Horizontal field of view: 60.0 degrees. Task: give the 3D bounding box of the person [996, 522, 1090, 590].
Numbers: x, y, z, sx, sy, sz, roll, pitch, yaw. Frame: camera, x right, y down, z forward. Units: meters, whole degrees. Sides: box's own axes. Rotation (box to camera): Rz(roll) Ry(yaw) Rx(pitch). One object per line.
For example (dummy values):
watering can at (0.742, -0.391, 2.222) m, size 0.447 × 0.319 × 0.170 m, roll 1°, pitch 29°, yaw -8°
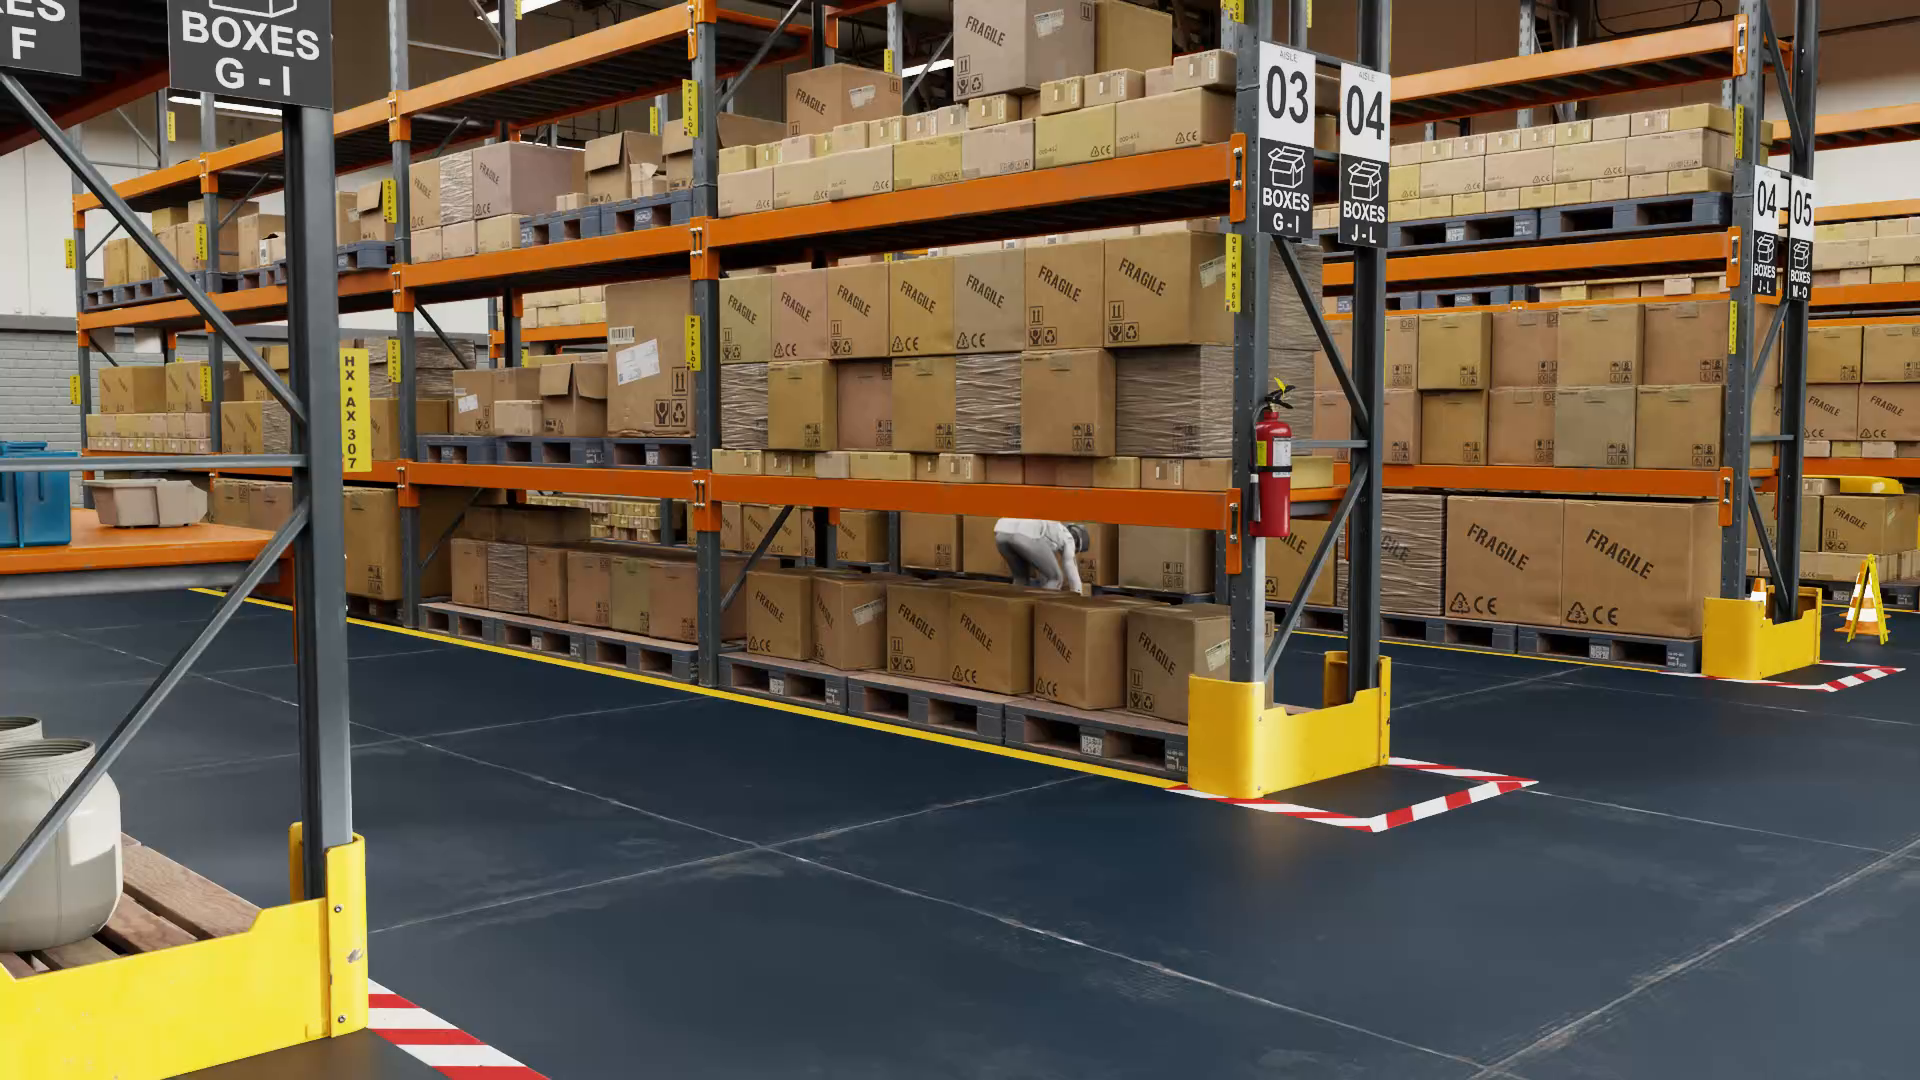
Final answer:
person at (0.635, 0.236, 12.628) m, size 0.441 × 0.829 × 0.880 m, roll 4°, pitch 6°, yaw 43°
